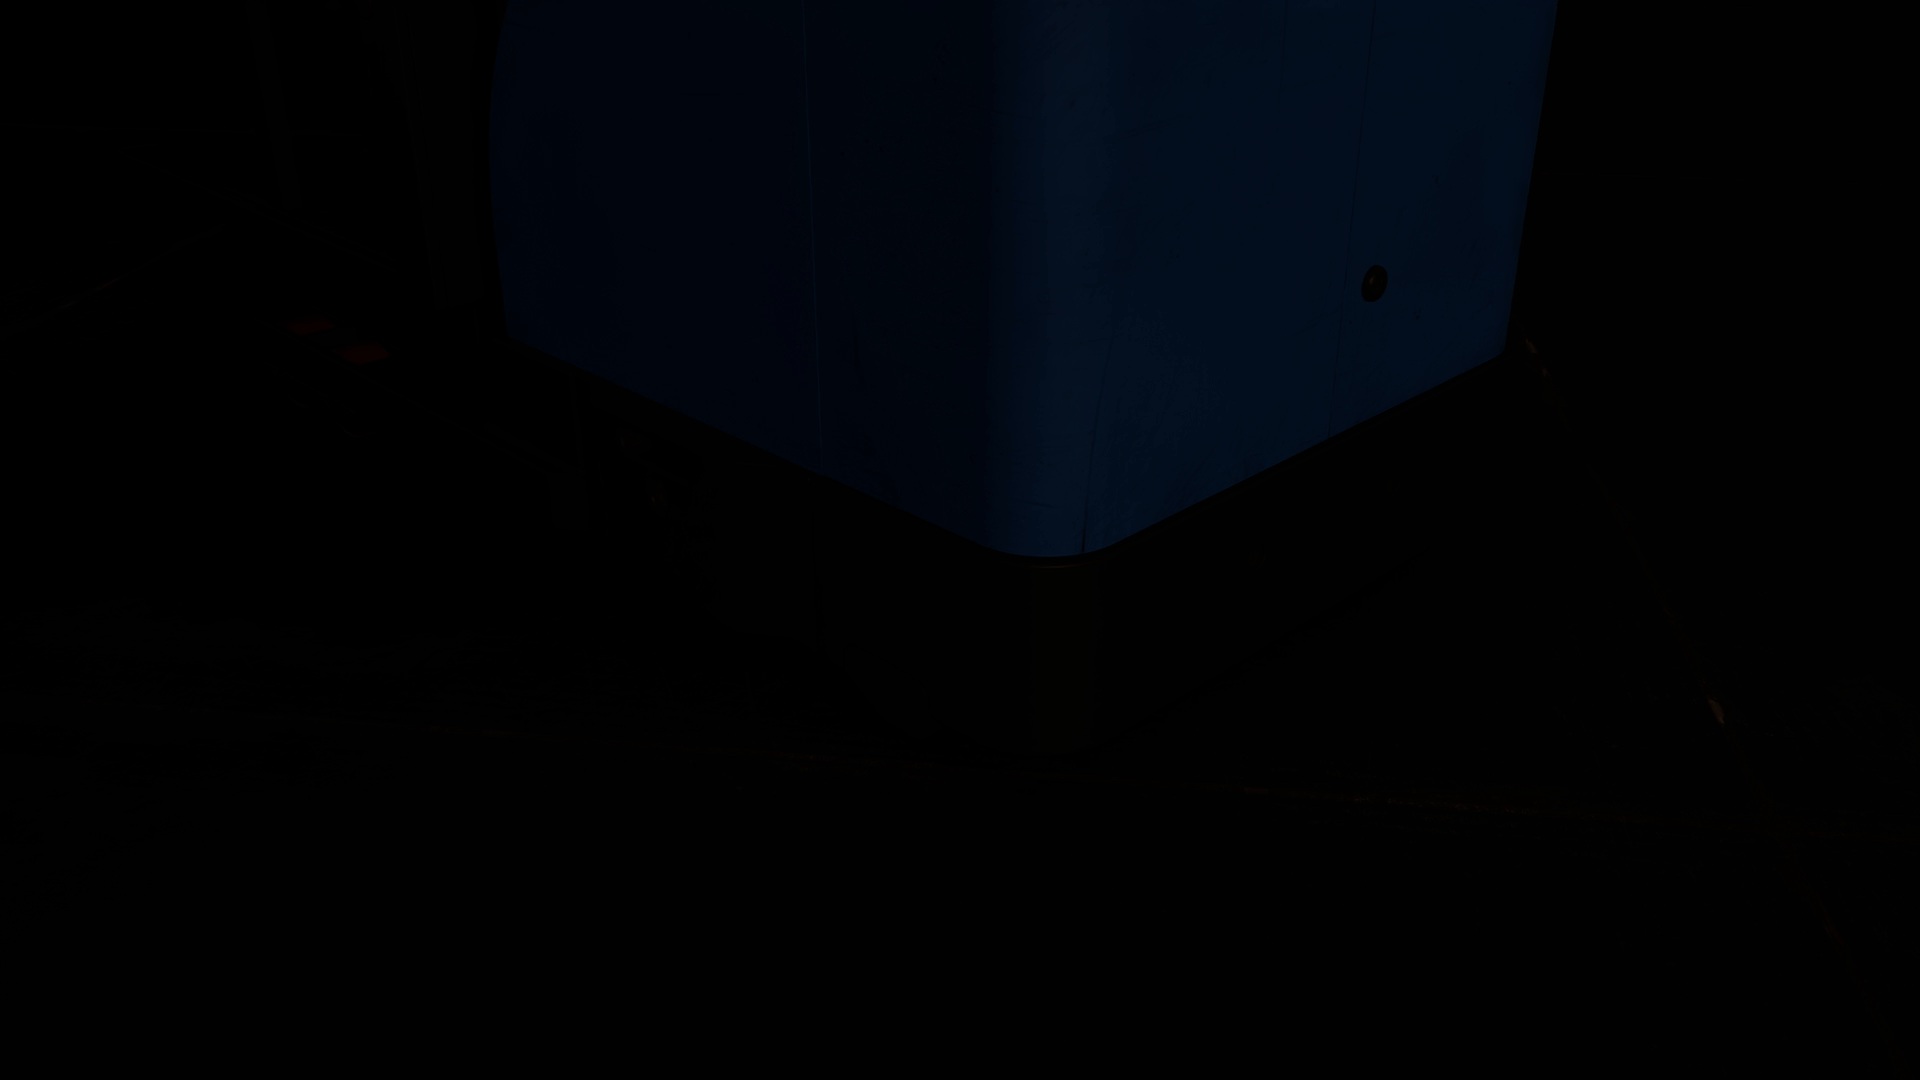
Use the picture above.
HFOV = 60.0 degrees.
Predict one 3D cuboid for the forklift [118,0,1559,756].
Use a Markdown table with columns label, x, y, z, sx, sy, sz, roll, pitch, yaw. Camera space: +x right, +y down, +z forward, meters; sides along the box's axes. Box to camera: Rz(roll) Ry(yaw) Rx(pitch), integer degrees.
| label | x | y | z | sx | sy | sz | roll | pitch | yaw |
| --- | --- | --- | --- | --- | --- | --- | --- | --- | --- |
| forklift | -0.609 | -1.629 | 2.483 | 3.031 | 2.935 | 1.130 | 24 | 35 | 39 |
